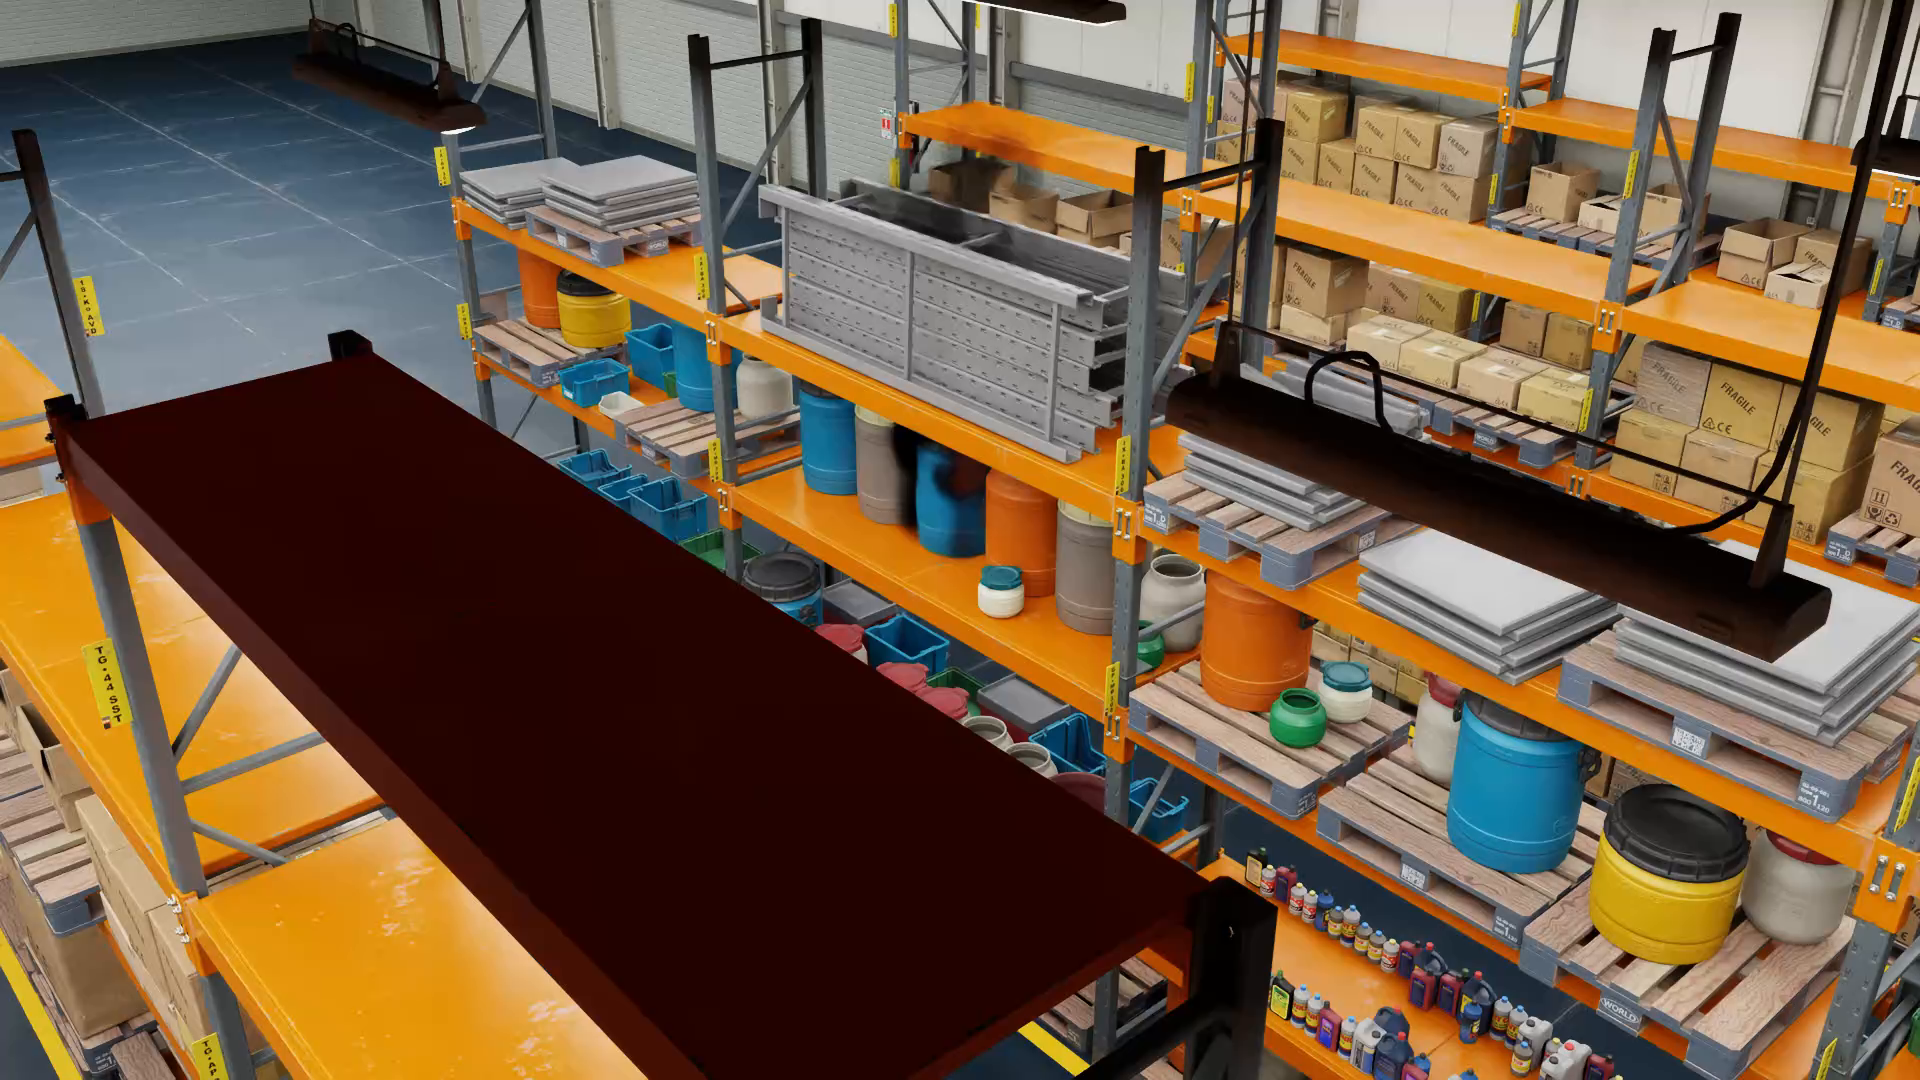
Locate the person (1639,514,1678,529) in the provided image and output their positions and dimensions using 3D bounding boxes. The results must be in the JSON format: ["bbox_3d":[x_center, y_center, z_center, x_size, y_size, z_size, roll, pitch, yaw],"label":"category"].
[{"bbox_3d":[6.482,0.075,15.610,0.529,1.661,0.569,23,35,37],"label":"person"}]

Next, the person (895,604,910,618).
[{"bbox_3d":[-0.739,0.262,15.244,0.878,1.592,0.536,20,33,34],"label":"person"}]
